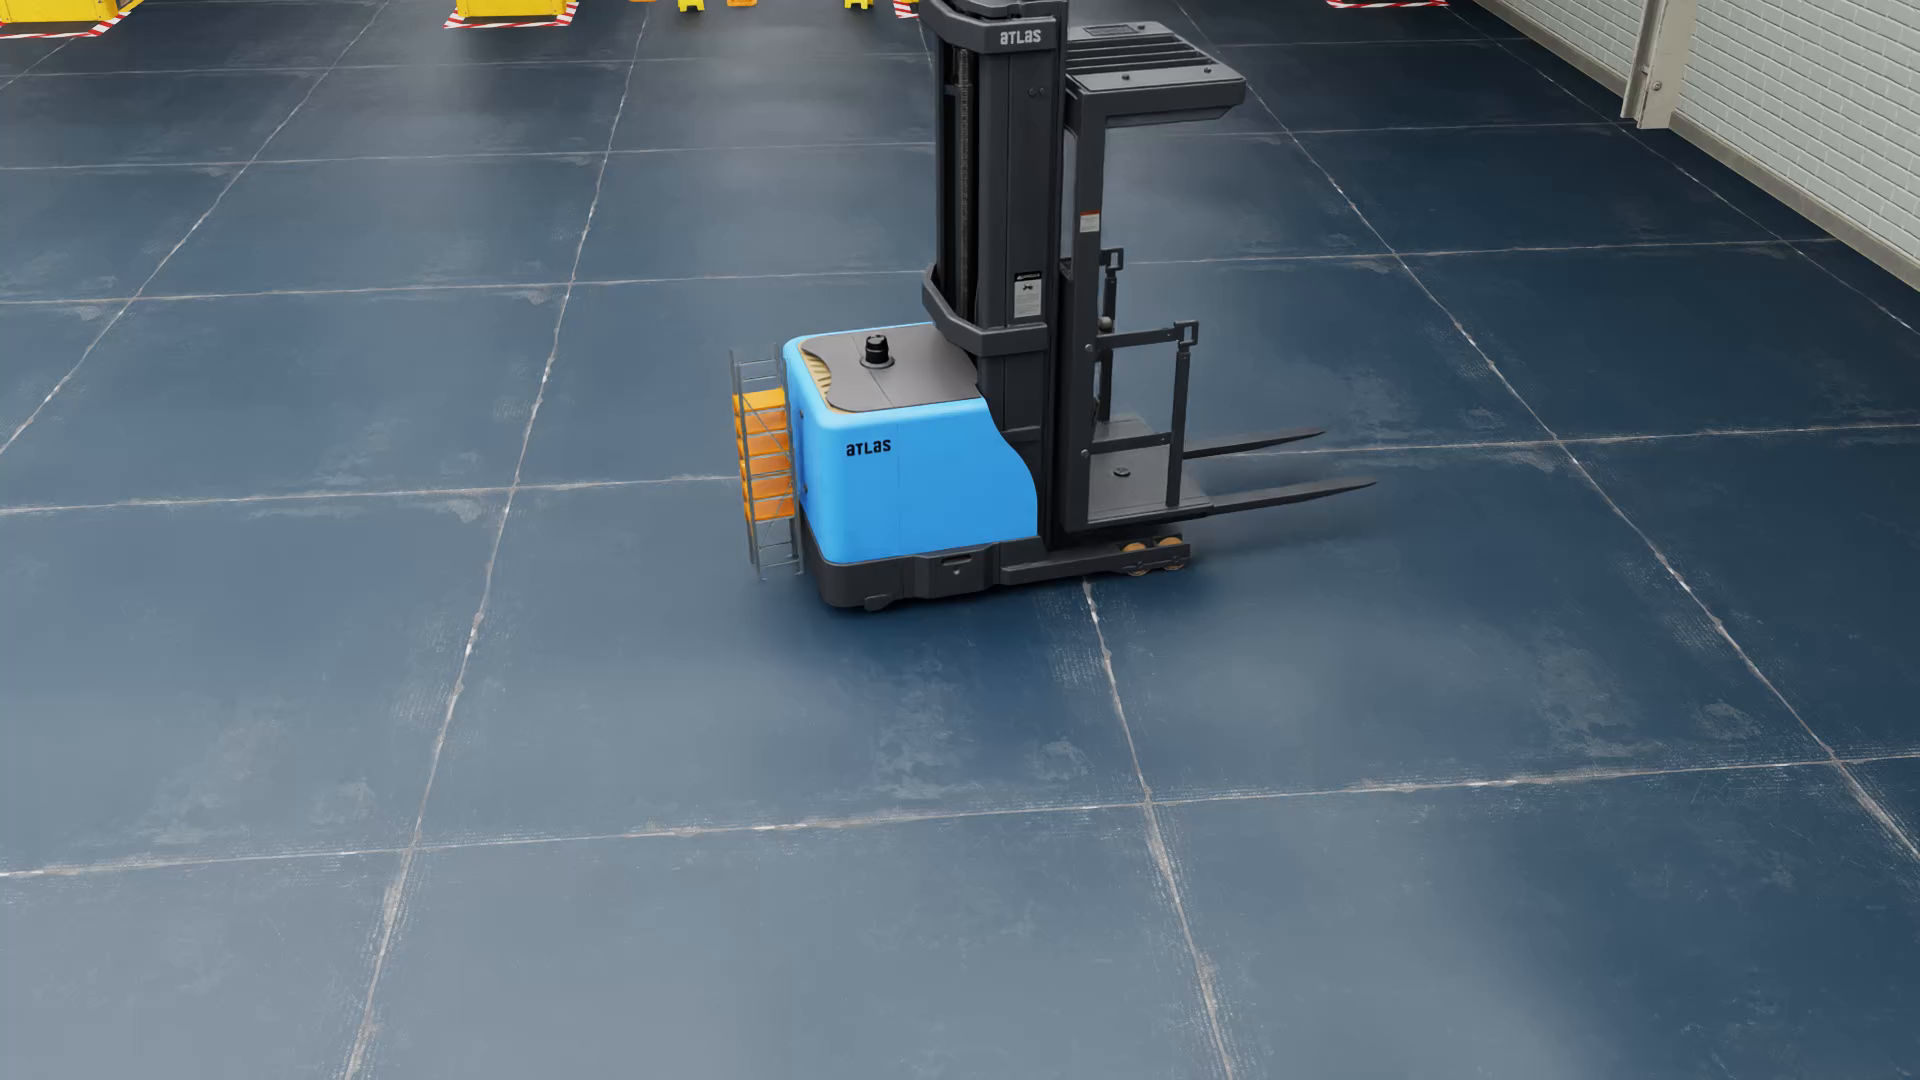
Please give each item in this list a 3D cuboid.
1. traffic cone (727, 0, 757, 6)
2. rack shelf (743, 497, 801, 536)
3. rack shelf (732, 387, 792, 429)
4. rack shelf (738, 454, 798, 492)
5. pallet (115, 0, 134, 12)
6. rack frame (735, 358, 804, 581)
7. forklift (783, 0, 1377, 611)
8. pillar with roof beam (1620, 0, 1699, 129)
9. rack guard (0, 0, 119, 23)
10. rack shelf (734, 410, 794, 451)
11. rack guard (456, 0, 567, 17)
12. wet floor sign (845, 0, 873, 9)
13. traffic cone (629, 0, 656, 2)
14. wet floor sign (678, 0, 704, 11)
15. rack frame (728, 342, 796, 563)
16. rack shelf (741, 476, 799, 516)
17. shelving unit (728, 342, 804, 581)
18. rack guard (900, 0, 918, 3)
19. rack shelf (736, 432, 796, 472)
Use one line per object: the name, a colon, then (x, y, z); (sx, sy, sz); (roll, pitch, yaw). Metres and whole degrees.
traffic cone: (-2.500, -6.356, 18.940); (0.336, 0.463, 0.334); (-3, 31, -5)
rack shelf: (-0.942, -0.127, 8.340); (0.258, 0.103, 0.180); (-10, 32, -14)
rack shelf: (-0.957, -0.640, 8.029); (0.258, 0.103, 0.180); (-10, 32, -14)
rack shelf: (-0.948, -0.332, 8.216); (0.258, 0.103, 0.180); (-10, 32, -14)
pallet: (-10.016, -6.298, 19.088); (1.003, 0.211, 1.213); (-3, 31, -5)
rack frame: (-0.922, -0.325, 8.118); (0.240, 1.200, 0.006); (-10, 32, -14)
forklift: (0.673, -1.328, 8.114); (3.031, 2.935, 1.130); (-8, 32, -14)
pillar with roof beam: (1.947, -7.459, 12.462); (9.100, 9.000, 0.400); (-3, 31, -5)
rack guard: (-9.975, -6.005, 18.316); (1.175, 0.500, 0.348); (-3, 31, -5)
rack shelf: (-0.954, -0.537, 8.091); (0.258, 0.103, 0.180); (-10, 32, -14)
rack guard: (-5.018, -6.140, 18.542); (1.175, 0.500, 0.348); (-3, 31, -5)
wet floor sign: (-1.149, -6.355, 18.761); (0.267, 0.644, 0.232); (8, 32, 13)
traffic cone: (-3.656, -6.476, 19.140); (0.336, 0.463, 0.334); (-3, 31, -5)
wet floor sign: (-3.046, -6.295, 18.660); (0.267, 0.644, 0.232); (-8, 32, -13)
rack frame: (-0.976, -0.415, 8.268); (0.240, 1.200, 0.006); (-10, 32, -14)
rack shelf: (-0.945, -0.229, 8.278); (0.258, 0.103, 0.180); (-10, 32, -14)
shelving unit: (-0.949, -0.370, 8.193); (0.258, 1.200, 0.189); (-10, 32, -14)
rack guard: (-0.109, -6.480, 19.111); (1.175, 0.500, 0.348); (-3, 31, -5)
rack shelf: (-0.951, -0.435, 8.153); (0.258, 0.103, 0.180); (-10, 32, -14)
